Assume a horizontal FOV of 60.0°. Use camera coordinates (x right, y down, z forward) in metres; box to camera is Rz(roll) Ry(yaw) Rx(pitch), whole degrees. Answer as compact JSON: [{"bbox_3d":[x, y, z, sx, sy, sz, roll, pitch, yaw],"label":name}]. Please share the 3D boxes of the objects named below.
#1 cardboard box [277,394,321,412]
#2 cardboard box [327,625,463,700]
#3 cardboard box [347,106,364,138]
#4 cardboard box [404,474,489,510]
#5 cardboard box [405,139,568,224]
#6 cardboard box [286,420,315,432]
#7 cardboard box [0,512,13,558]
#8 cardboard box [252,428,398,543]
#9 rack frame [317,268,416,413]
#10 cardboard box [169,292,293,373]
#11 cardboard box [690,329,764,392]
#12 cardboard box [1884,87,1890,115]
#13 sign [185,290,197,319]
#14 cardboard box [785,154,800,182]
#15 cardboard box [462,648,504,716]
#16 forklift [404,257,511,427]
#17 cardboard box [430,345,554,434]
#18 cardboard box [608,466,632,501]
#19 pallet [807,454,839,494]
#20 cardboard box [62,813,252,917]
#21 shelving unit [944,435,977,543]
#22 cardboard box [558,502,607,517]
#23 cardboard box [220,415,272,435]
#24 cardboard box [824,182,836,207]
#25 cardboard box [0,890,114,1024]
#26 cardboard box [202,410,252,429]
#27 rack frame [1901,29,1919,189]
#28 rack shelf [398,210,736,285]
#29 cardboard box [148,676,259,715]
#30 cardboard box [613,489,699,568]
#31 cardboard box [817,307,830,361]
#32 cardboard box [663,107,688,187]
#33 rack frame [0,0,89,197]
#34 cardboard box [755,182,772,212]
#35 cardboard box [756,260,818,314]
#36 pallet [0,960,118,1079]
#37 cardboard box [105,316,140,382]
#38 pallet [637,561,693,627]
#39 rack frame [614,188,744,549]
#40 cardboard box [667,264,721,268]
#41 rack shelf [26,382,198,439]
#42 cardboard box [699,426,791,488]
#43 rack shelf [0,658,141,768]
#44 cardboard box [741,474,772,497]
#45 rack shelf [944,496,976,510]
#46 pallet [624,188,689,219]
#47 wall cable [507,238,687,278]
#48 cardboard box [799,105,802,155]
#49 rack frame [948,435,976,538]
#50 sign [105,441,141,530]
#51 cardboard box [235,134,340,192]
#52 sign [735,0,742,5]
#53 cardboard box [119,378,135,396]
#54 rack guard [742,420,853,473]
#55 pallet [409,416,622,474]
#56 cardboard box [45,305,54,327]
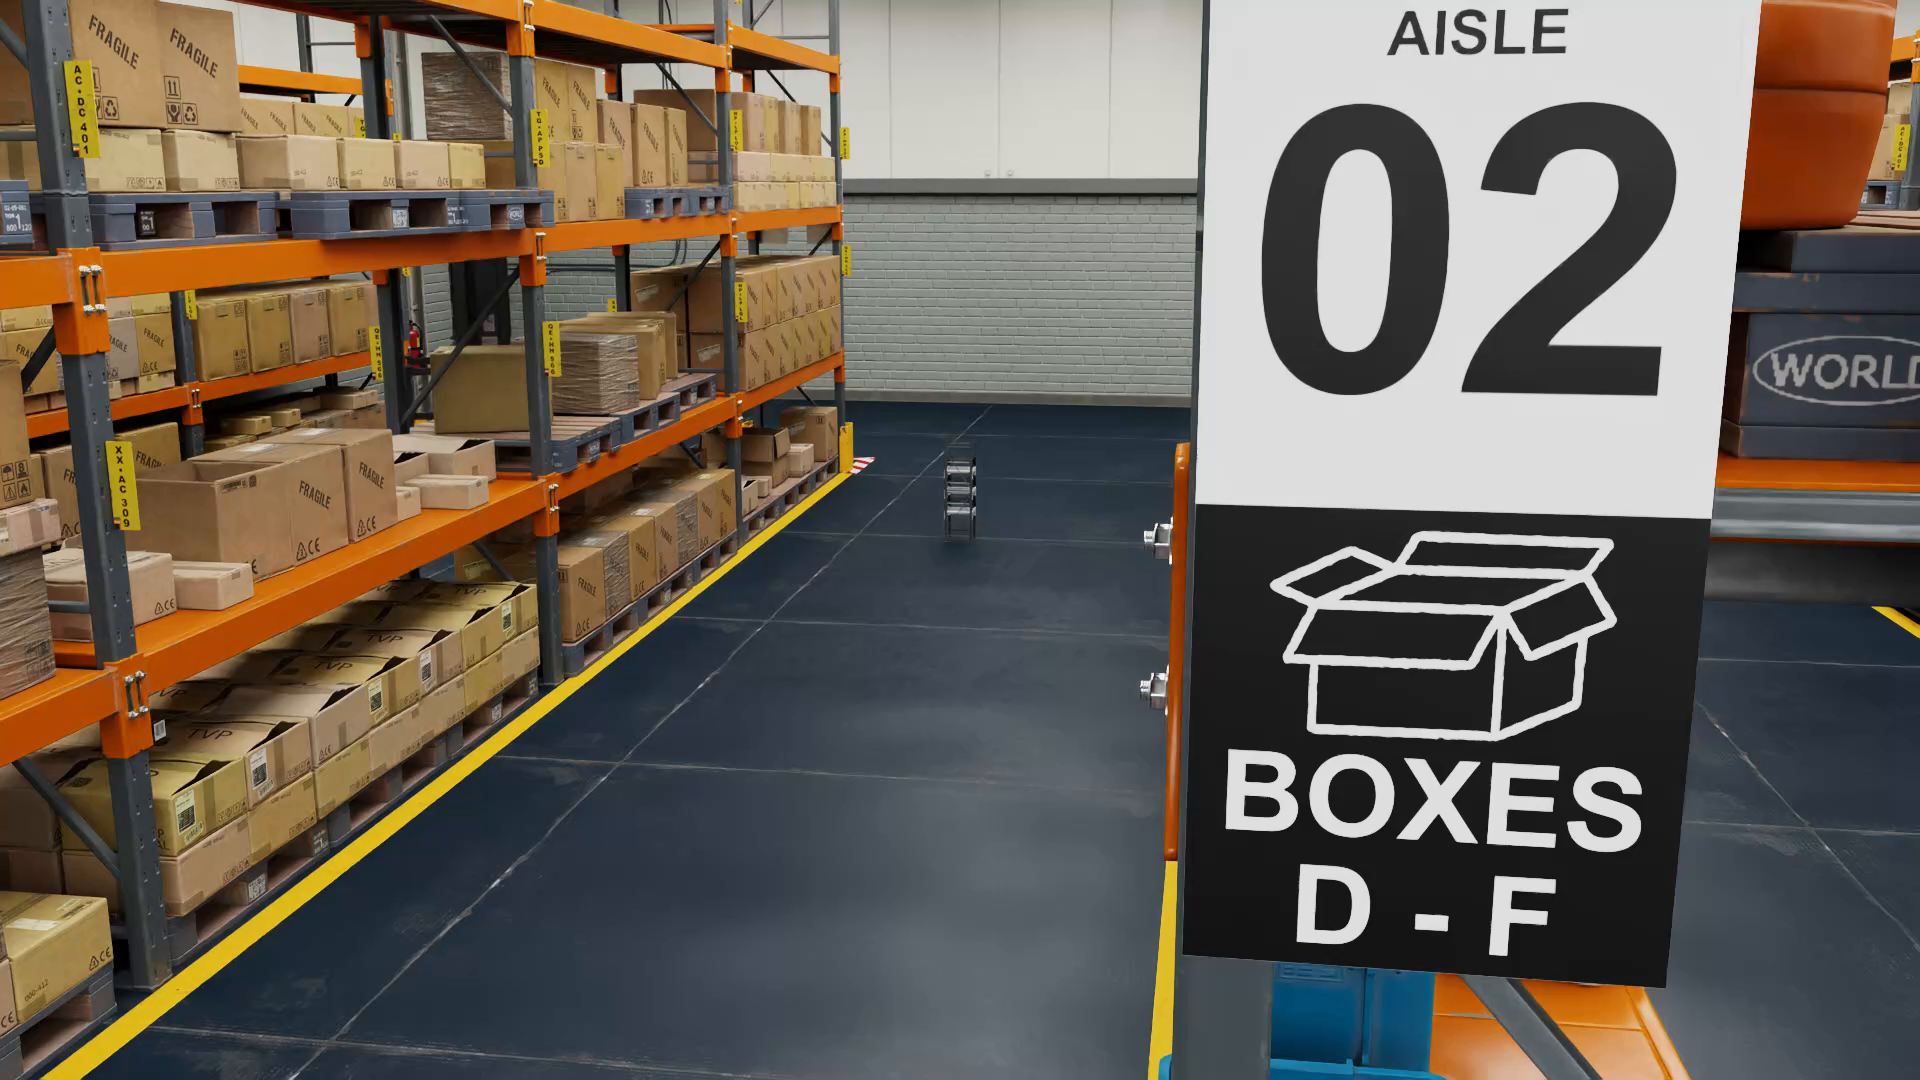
[{"bbox_3d":[-6.943,-1.436,17.434,0.380,0.149,0.250,2,12,9],"label":"cardboard box"},{"bbox_3d":[-2.966,0.610,8.740,0.500,0.311,0.500,2,12,8],"label":"cardboard box"},{"bbox_3d":[-6.482,-4.262,17.373,0.500,0.500,0.500,2,12,8],"label":"cardboard box"},{"bbox_3d":[-2.840,-0.266,9.203,0.380,0.149,0.250,2,12,9],"label":"cardboard box"},{"bbox_3d":[-2.941,-2.192,10.187,0.910,0.500,0.500,2,12,9],"label":"cardboard box"},{"bbox_3d":[-6.877,-0.924,16.598,0.700,0.500,0.500,2,12,10],"label":"cardboard box"},{"bbox_3d":[-3.460,-0.003,5.611,0.380,0.149,0.250,2,12,7],"label":"cardboard box"},{"bbox_3d":[-3.216,-0.284,8.453,0.500,0.500,0.500,1,12,6],"label":"cardboard box"},{"bbox_3d":[-6.639,-2.410,18.555,1.000,3.000,0.127,2,12,9],"label":"rack frame"},{"bbox_3d":[-7.037,-1.988,15.886,0.980,0.700,0.700,2,12,7],"label":"cardboard box"},{"bbox_3d":[-2.012,-1.564,14.391,0.500,0.500,0.500,2,12,10],"label":"cardboard box"},{"bbox_3d":[7.723,-3.644,13.911,0.500,0.250,0.500,1,12,7],"label":"cardboard box"},{"bbox_3d":[-6.717,-2.089,14.506,0.100,0.325,0.005,2,12,9],"label":"sign"},{"bbox_3d":[-1.799,-3.460,15.477,0.500,0.250,0.500,2,12,9],"label":"cardboard box"},{"bbox_3d":[-2.890,0.779,9.289,0.500,0.250,0.500,2,12,8],"label":"cardboard box"},{"bbox_3d":[-5.102,-1.853,16.133,3.031,2.935,1.130,-4,13,-18],"label":"forklift"},{"bbox_3d":[-2.989,-0.974,10.657,0.700,0.500,0.500,-2,12,-10],"label":"cardboard box"},{"bbox_3d":[-2.828,-0.476,12.692,0.500,0.250,0.500,2,12,9],"label":"cardboard box"},{"bbox_3d":[-1.877,-0.705,17.264,1.003,0.211,1.213,2,12,9],"label":"pallet"},{"bbox_3d":[-3.283,1.311,6.821,0.500,0.250,0.500,2,12,7],"label":"cardboard box"},{"bbox_3d":[0.001,-0.442,14.406,0.258,0.900,0.210,2,12,9],"label":"shelving unit"},{"bbox_3d":[-2.908,0.003,12.250,0.500,0.500,0.500,1,12,7],"label":"cardboard box"},{"bbox_3d":[-6.805,-1.095,15.853,0.380,0.149,0.250,2,12,11],"label":"cardboard box"},{"bbox_3d":[-1.563,-3.528,16.978,0.500,0.250,0.500,2,12,9],"label":"cardboard box"},{"bbox_3d":[-3.445,1.490,5.988,0.500,0.250,0.500,2,12,9],"label":"cardboard box"},{"bbox_3d":[-7.138,-1.171,16.203,0.380,0.149,0.250,1,12,7],"label":"cardboard box"},{"bbox_3d":[7.429,-4.028,11.825,1.000,3.000,0.127,2,12,9],"label":"rack frame"},{"bbox_3d":[-2.667,-2.116,11.778,1.077,0.370,4.000,2,12,9],"label":"rack shelf"},{"bbox_3d":[-3.658,0.807,7.829,0.500,0.311,0.500,2,12,8],"label":"cardboard box"},{"bbox_3d":[-2.314,-0.092,12.687,0.500,0.500,0.500,2,12,9],"label":"cardboard box"},{"bbox_3d":[-1.620,-2.089,16.828,0.500,0.500,0.500,2,12,9],"label":"cardboard box"},{"bbox_3d":[-2.510,-3.084,13.094,0.600,0.600,0.600,1,12,3],"label":"cardboard box"},{"bbox_3d":[-3.590,-2.685,5.591,1.000,3.000,0.127,2,12,9],"label":"rack frame"},{"bbox_3d":[-1.959,-3.008,14.565,0.500,0.250,0.500,2,12,9],"label":"cardboard box"},{"bbox_3d":[-1.693,-2.473,16.237,0.500,0.500,0.500,2,12,10],"label":"cardboard box"},{"bbox_3d":[-3.753,1.775,5.755,1.003,0.211,1.213,2,12,9],"label":"pallet"},{"bbox_3d":[-7.145,-1.570,13.669,0.500,0.500,0.500,2,12,9],"label":"cardboard box"},{"bbox_3d":[-2.632,0.371,12.271,1.003,0.211,1.213,2,12,9],"label":"pallet"},{"bbox_3d":[-2.359,-1.417,13.950,1.000,3.000,0.127,2,12,9],"label":"rack frame"},{"bbox_3d":[-2.383,-2.280,15.344,0.500,0.500,0.500,2,12,9],"label":"cardboard box"},{"bbox_3d":[-7.562,-0.809,12.835,1.077,0.370,4.000,2,12,9],"label":"rack shelf"},{"bbox_3d":[-2.075,-0.803,15.982,0.797,0.503,0.637,2,12,9],"label":"cardboard box"},{"bbox_3d":[-3.897,1.016,4.367,1.077,0.370,4.000,2,12,9],"label":"rack shelf"},{"bbox_3d":[-1.958,-0.508,15.412,0.380,0.166,0.250,2,12,9],"label":"cardboard box"},{"bbox_3d":[0.001,-0.321,14.432,0.258,0.077,0.200,2,12,9],"label":"rack shelf"},{"bbox_3d":[-2.685,-2.442,12.032,1.213,0.211,1.003,2,12,9],"label":"pallet"},{"bbox_3d":[-5.416,-4.990,23.660,3.097,2.526,0.112,2,12,9],"label":"wall cable"},{"bbox_3d":[-1.967,-4.045,16.413,0.700,0.500,0.500,2,12,9],"label":"cardboard box"},{"bbox_3d":[0.017,-0.463,14.505,0.240,0.900,0.006,2,12,9],"label":"rack frame"},{"bbox_3d":[-3.041,-0.196,6.041,0.100,0.325,0.005,2,12,9],"label":"sign"},{"bbox_3d":[-3.235,-1.746,7.716,0.500,0.250,0.500,1,12,4],"label":"cardboard box"},{"bbox_3d":[-2.280,-5.696,17.157,0.100,0.325,0.005,2,12,9],"label":"sign"},{"bbox_3d":[-7.127,-1.279,13.856,0.380,0.149,0.250,2,12,10],"label":"cardboard box"},{"bbox_3d":[-1.756,-1.012,18.004,1.175,0.500,0.348,2,12,9],"label":"rack guard"},{"bbox_3d":[-2.940,-0.634,10.772,1.213,0.211,1.003,2,12,9],"label":"pallet"},{"bbox_3d":[-7.240,-1.830,13.094,0.500,0.250,0.500,2,12,10],"label":"cardboard box"}]
